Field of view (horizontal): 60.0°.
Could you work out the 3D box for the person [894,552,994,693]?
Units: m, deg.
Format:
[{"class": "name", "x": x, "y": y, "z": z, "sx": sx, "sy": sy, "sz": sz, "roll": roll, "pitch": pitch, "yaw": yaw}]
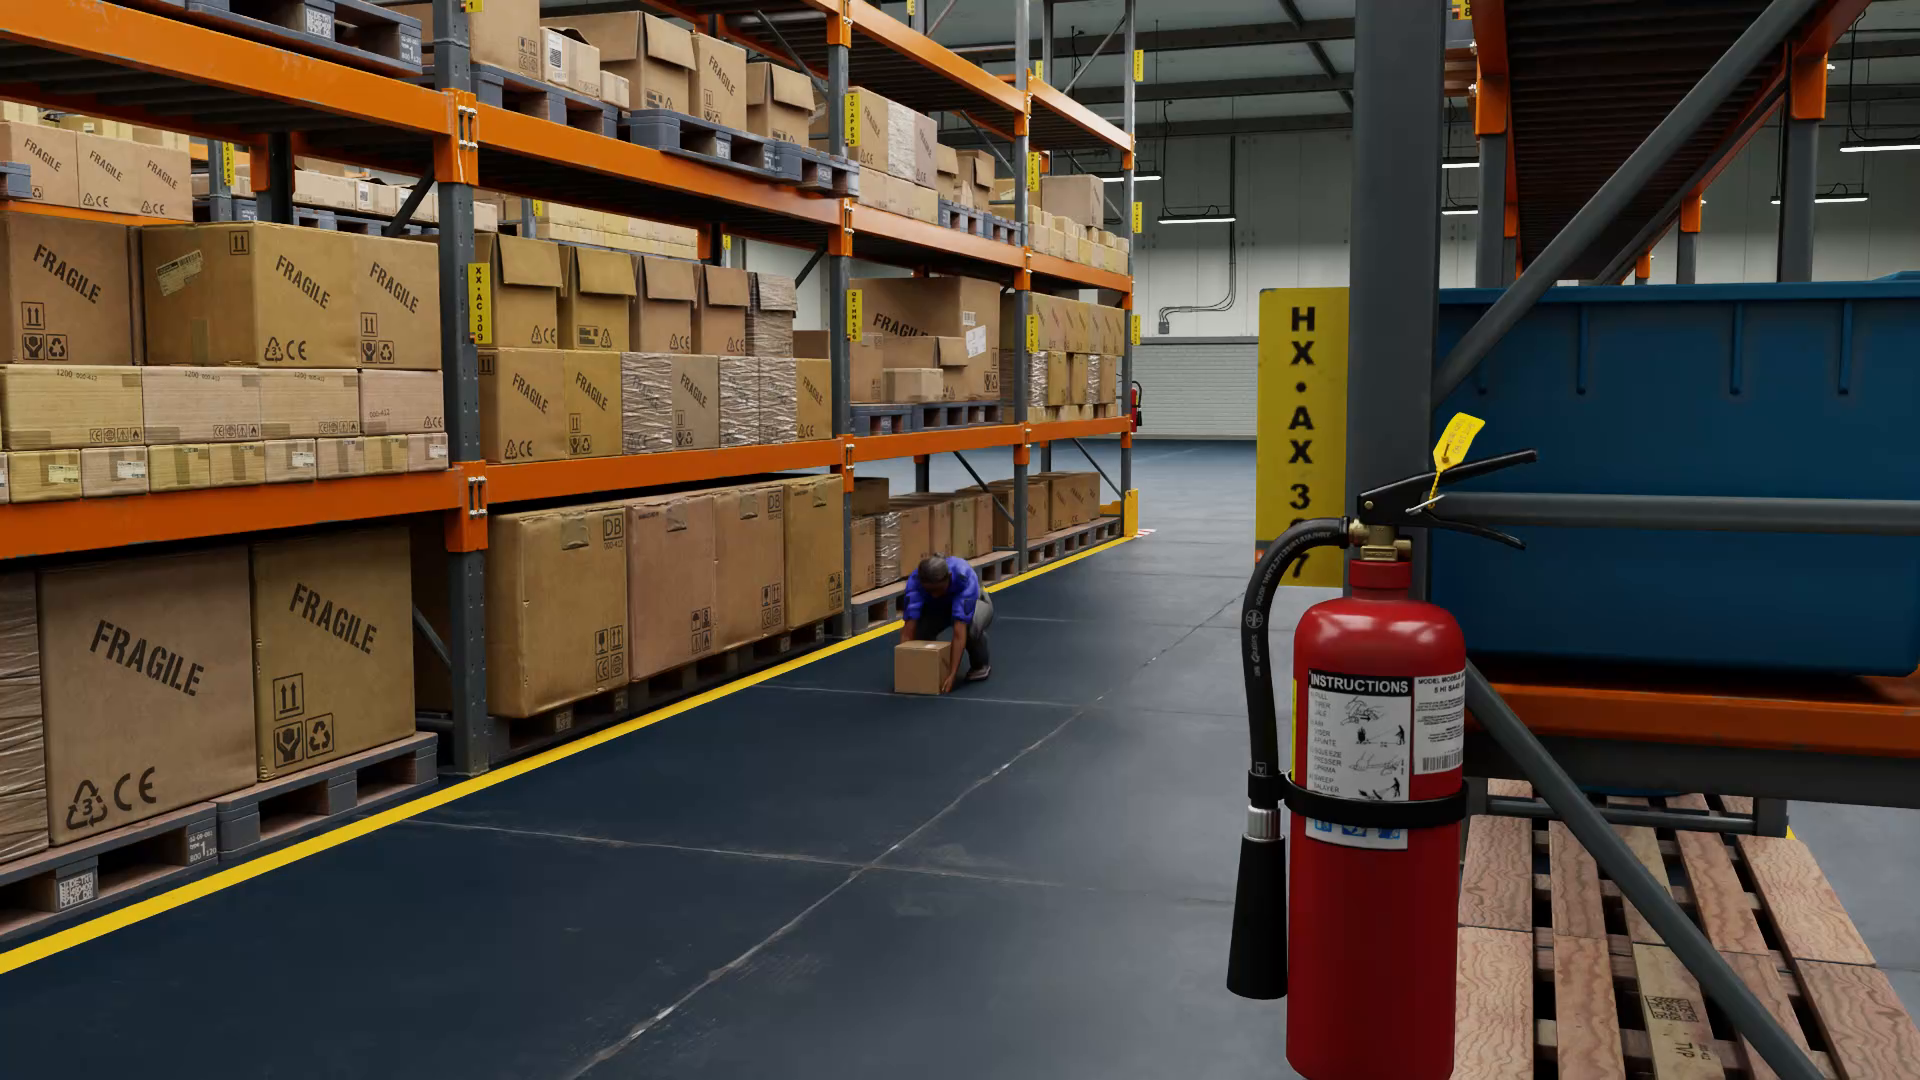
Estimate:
[{"class": "person", "x": -0.072, "y": 0.448, "z": 9.245, "sx": 0.472, "sy": 0.814, "sz": 0.823, "roll": 2, "pitch": 6, "yaw": 20}]
